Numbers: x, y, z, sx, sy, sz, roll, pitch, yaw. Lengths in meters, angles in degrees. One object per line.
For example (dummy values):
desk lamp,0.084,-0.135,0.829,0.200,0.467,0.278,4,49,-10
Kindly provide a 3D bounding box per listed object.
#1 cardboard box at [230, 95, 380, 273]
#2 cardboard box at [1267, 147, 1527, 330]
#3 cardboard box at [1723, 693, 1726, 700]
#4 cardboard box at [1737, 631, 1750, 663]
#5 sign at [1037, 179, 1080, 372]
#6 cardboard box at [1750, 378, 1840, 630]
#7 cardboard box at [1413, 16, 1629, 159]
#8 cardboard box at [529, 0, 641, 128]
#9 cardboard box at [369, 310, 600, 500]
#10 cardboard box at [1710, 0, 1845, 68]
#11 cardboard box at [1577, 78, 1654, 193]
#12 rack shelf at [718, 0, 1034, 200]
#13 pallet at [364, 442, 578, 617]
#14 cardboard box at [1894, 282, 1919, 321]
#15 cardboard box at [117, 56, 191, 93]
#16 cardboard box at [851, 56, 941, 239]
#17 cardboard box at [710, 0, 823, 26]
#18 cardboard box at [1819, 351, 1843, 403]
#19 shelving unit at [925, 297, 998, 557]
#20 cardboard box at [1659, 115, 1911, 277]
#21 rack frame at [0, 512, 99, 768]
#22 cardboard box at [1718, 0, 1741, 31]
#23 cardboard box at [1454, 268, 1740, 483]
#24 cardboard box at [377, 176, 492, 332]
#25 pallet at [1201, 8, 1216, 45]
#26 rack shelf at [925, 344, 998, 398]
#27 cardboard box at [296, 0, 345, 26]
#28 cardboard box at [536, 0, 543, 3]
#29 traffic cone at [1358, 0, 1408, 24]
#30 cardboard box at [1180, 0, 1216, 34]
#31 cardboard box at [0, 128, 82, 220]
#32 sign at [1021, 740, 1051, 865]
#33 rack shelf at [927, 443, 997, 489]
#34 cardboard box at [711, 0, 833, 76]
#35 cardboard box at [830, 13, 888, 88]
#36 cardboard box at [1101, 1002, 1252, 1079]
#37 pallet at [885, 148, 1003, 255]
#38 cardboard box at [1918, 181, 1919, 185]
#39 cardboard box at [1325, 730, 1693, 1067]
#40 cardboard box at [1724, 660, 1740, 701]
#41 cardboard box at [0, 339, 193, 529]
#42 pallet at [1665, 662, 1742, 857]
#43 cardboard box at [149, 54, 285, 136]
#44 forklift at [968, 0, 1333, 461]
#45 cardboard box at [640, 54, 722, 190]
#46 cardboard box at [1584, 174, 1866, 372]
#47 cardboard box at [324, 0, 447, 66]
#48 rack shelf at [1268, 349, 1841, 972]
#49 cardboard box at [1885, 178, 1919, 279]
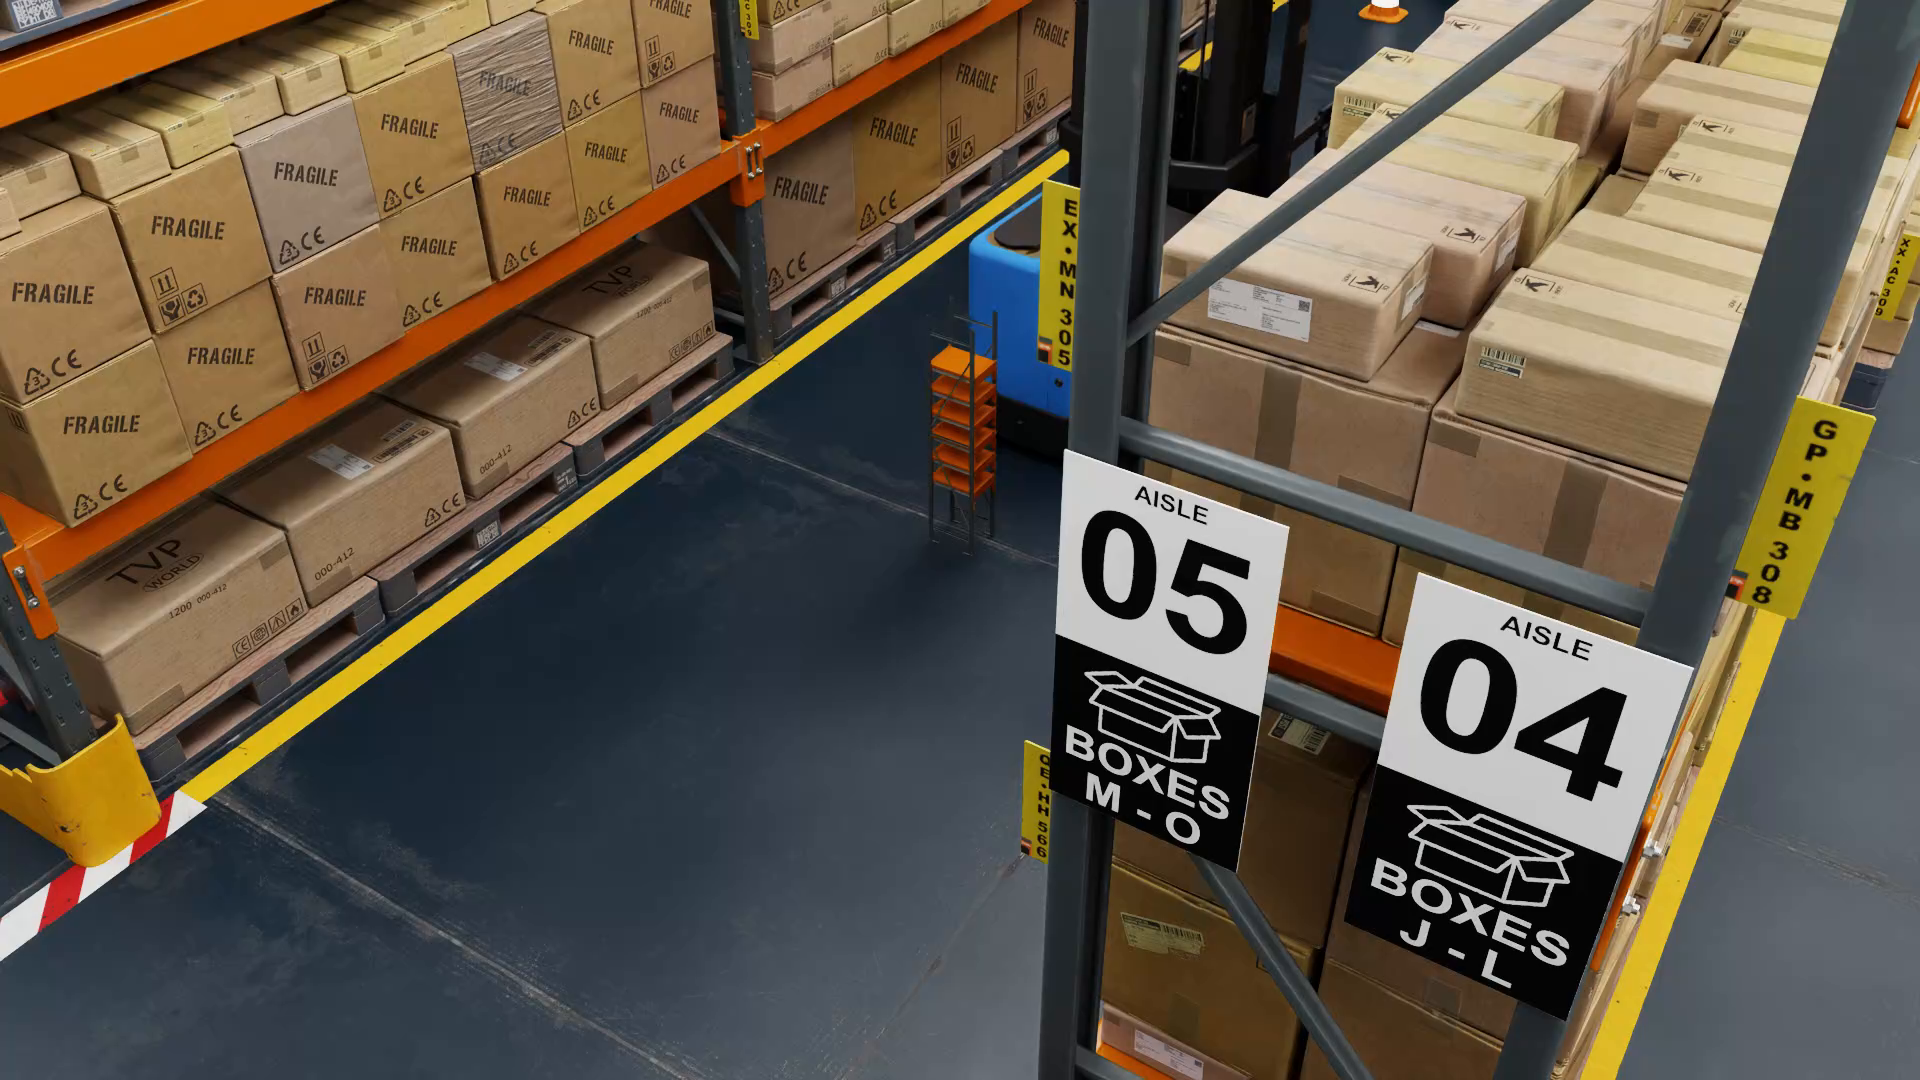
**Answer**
cardboard box,-2.567,-1.375,6.176,0.500,0.500,0.500,21,42,25
cardboard box,0.756,-0.535,2.917,0.380,0.149,0.250,22,43,26
cardboard box,2.738,0.512,6.377,0.380,0.149,0.250,19,42,23
cardboard box,2.205,-0.036,5.014,0.500,0.500,0.500,21,42,25
sign,0.171,-0.412,2.645,0.100,0.325,0.005,21,42,25
cardboard box,1.926,-0.166,4.364,0.500,0.500,0.500,20,42,24
cardboard box,1.148,-0.943,3.447,0.380,0.149,0.250,20,42,24
cardboard box,-1.760,-2.153,7.186,0.500,0.500,0.500,21,42,24
cardboard box,-2.368,-0.712,7.971,0.875,0.438,0.875,20,42,24
cardboard box,1.852,-1.049,3.584,0.380,0.149,0.250,23,43,27
cardboard box,1.211,-0.856,3.660,0.500,0.250,0.500,22,43,26
rack shelf,-0.390,-3.057,9.847,1.077,0.370,4.000,21,42,25
pallet,-2.588,-0.208,7.847,1.003,0.211,1.213,21,42,25
cardboard box,3.372,-0.981,6.183,0.380,0.149,0.250,22,43,26
cardboard box,-3.029,-1.719,6.090,0.380,0.149,0.250,21,42,25
cardboard box,-0.719,-2.449,9.867,0.875,0.875,0.875,22,43,26
cardboard box,-0.983,-2.879,8.127,0.500,0.500,0.500,22,43,26
cardboard box,1.371,-0.228,3.255,0.500,0.250,0.500,23,43,26
shelving unit,0.008,-0.483,7.393,0.258,1.200,0.189,21,42,25
cardboard box,1.485,-0.625,3.034,0.380,0.149,0.250,22,43,26
rack frame,-3.605,-0.248,5.615,1.000,3.000,0.127,21,42,25
cardboard box,2.176,-1.214,4.125,0.500,0.250,0.500,23,43,27
cardboard box,0.995,-0.258,2.558,0.380,0.149,0.250,21,42,25
cardboard box,-2.315,-1.231,6.809,0.500,0.500,0.500,23,43,27
pallet,1.756,-4.297,13.151,1.003,0.211,1.213,21,42,25
rack shelf,0.008,-0.733,7.201,0.258,0.103,0.180,21,42,25
cardboard box,-2.682,-2.146,6.645,0.380,0.149,0.250,21,42,25
cardboard box,-1.853,-2.378,6.946,0.380,0.149,0.250,21,42,25
traffic cone,3.342,-4.333,12.991,0.336,0.463,0.334,21,42,25
cardboard box,1.381,-4.169,12.510,0.950,0.372,0.625,20,42,24
cardboard box,-3.100,-1.192,5.407,0.380,0.149,0.250,22,43,26
sign,0.171,0.543,3.381,0.100,0.325,0.005,21,42,25
rack shelf,0.008,-0.352,7.494,0.258,0.103,0.180,21,42,25
cardboard box,-0.988,-2.584,8.358,0.500,0.250,0.500,20,42,24
cardboard box,-0.727,-2.659,8.865,0.500,0.250,0.500,20,42,24
cardboard box,0.565,1.158,3.997,0.380,0.149,0.250,21,42,25
pallet,-0.459,-2.260,10.509,1.003,0.211,1.213,21,42,25
cardboard box,3.656,-1.375,6.452,0.380,0.149,0.250,22,43,25
cardboard box,1.094,0.621,3.343,0.500,0.500,0.500,21,42,25
cardboard box,2.850,0.533,6.593,0.380,0.149,0.250,22,43,26
cardboard box,-3.105,-0.441,5.784,0.500,0.500,0.500,21,42,25
pallet,2.442,0.719,6.645,1.003,0.211,1.213,21,42,25
cardboard box,-2.642,-1.582,5.914,0.380,0.149,0.250,22,43,26
forklift,1.277,-2.290,8.320,1.130,2.935,3.031,23,43,27
cardboard box,-1.494,-2.027,7.841,0.500,0.500,0.500,22,43,26
cardboard box,1.363,-0.418,3.093,0.500,0.250,0.500,21,42,25
cardboard box,-2.215,-1.970,6.417,0.380,0.149,0.250,21,42,25
rack shelf,1.701,-0.615,4.224,1.077,0.370,4.000,21,42,25
cardboard box,2.749,-0.966,5.402,0.500,0.500,0.500,20,42,24
